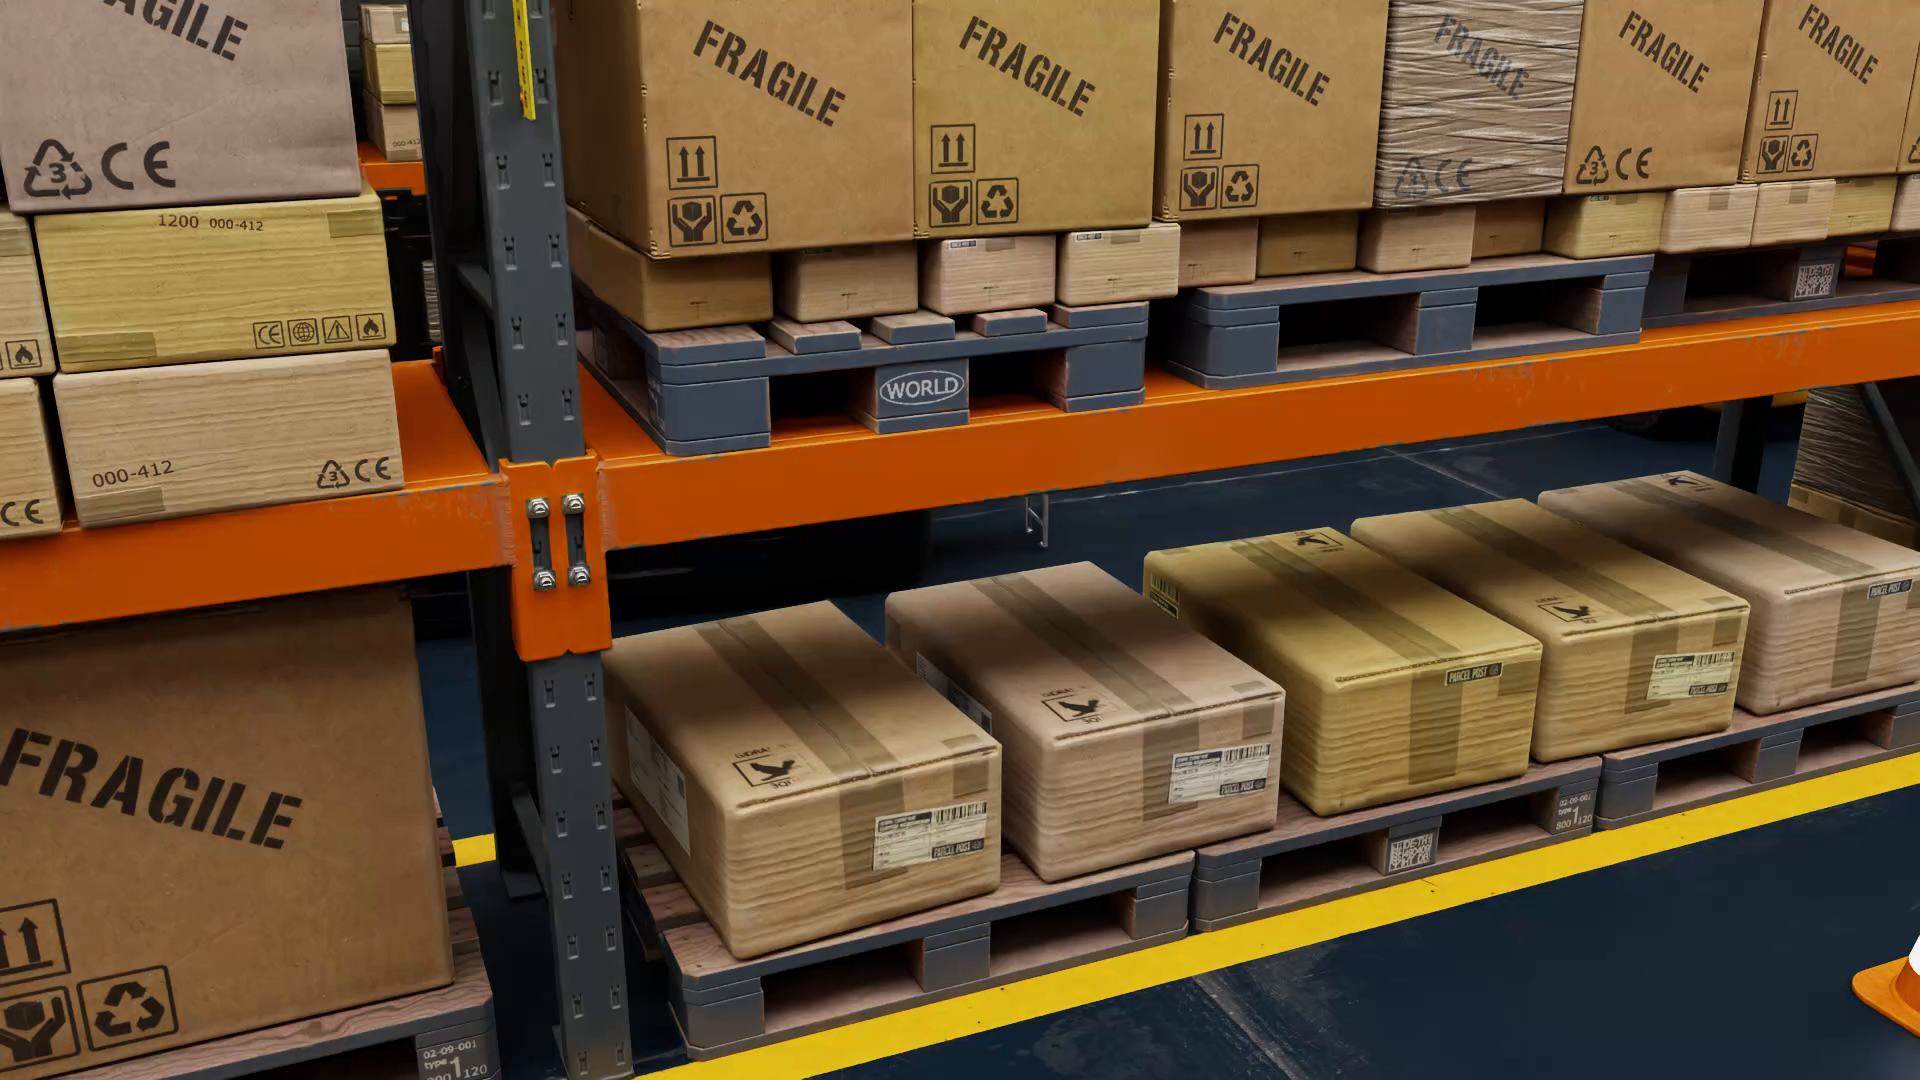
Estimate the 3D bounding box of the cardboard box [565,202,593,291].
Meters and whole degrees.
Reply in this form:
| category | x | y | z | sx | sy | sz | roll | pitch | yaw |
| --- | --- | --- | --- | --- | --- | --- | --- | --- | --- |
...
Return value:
| category | x | y | z | sx | sy | sz | roll | pitch | yaw |
| --- | --- | --- | --- | --- | --- | --- | --- | --- | --- |
| cardboard box | -0.713 | -0.653 | 3.606 | 0.250 | 0.149 | 0.380 | -7 | 21 | -20 |

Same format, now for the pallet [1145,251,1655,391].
| category | x | y | z | sx | sy | sz | roll | pitch | yaw |
| --- | --- | --- | --- | --- | --- | --- | --- | --- | --- |
| pallet | 0.881 | -0.641 | 4.115 | 1.213 | 0.211 | 1.003 | -8 | 21 | -22 |

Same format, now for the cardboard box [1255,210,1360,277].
| category | x | y | z | sx | sy | sz | roll | pitch | yaw |
| --- | --- | --- | --- | --- | --- | --- | --- | --- | --- |
| cardboard box | 0.689 | -0.708 | 3.761 | 0.250 | 0.149 | 0.380 | -7 | 21 | -20 |

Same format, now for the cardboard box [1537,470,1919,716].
| category | x | y | z | sx | sy | sz | roll | pitch | yaw |
| --- | --- | --- | --- | --- | --- | --- | --- | --- | --- |
| cardboard box | 2.272 | 0.126 | 4.971 | 0.625 | 0.372 | 0.950 | -8 | 21 | -21 |

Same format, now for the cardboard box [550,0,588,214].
| category | x | y | z | sx | sy | sz | roll | pitch | yaw |
| --- | --- | --- | --- | --- | --- | --- | --- | --- | --- |
| cardboard box | -0.613 | -0.989 | 3.583 | 0.500 | 0.500 | 0.500 | -9 | 21 | -23 |

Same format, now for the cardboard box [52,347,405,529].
| category | x | y | z | sx | sy | sz | roll | pitch | yaw |
| --- | --- | --- | --- | --- | --- | --- | --- | --- | --- |
| cardboard box | -1.282 | -0.242 | 2.919 | 0.500 | 0.250 | 0.500 | -9 | 21 | -24 |

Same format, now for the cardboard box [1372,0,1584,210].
| category | x | y | z | sx | sy | sz | roll | pitch | yaw |
| --- | --- | --- | --- | --- | --- | --- | --- | --- | --- |
| cardboard box | 1.007 | -1.039 | 3.725 | 0.500 | 0.500 | 0.500 | -9 | 21 | -24 |

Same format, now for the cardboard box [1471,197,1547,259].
| category | x | y | z | sx | sy | sz | roll | pitch | yaw |
| --- | --- | --- | --- | --- | --- | --- | --- | --- | --- |
| cardboard box | 1.164 | -0.779 | 3.965 | 0.250 | 0.149 | 0.380 | -9 | 21 | -24 |

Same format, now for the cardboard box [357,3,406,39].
| category | x | y | z | sx | sy | sz | roll | pitch | yaw |
| --- | --- | --- | --- | --- | --- | --- | --- | --- | --- |
| cardboard box | -2.671 | -2.429 | 7.778 | 0.250 | 0.149 | 0.380 | -7 | 21 | -20 |

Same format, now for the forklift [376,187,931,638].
| category | x | y | z | sx | sy | sz | roll | pitch | yaw |
| --- | --- | --- | --- | --- | --- | --- | --- | --- | --- |
| forklift | -1.680 | -1.247 | 5.650 | 3.031 | 2.935 | 1.130 | -5 | 20 | -14 |

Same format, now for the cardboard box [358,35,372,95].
| category | x | y | z | sx | sy | sz | roll | pitch | yaw |
| --- | --- | --- | --- | --- | --- | --- | --- | --- | --- |
| cardboard box | -2.588 | -2.281 | 7.956 | 0.500 | 0.250 | 0.500 | -8 | 21 | -21 |

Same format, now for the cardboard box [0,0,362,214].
| category | x | y | z | sx | sy | sz | roll | pitch | yaw |
| --- | --- | --- | --- | --- | --- | --- | --- | --- | --- |
| cardboard box | -1.292 | -0.830 | 2.705 | 0.500 | 0.500 | 0.500 | -9 | 21 | -23 |

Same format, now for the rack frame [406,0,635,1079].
| category | x | y | z | sx | sy | sz | roll | pitch | yaw |
| --- | --- | --- | --- | --- | --- | --- | --- | --- | --- |
| rack frame | -0.920 | -0.459 | 3.308 | 0.127 | 3.000 | 1.000 | -8 | 21 | -22 |

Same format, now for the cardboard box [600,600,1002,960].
| category | x | y | z | sx | sy | sz | roll | pitch | yaw |
| --- | --- | --- | --- | --- | --- | --- | --- | --- | --- |
| cardboard box | -0.398 | 0.512 | 3.877 | 0.625 | 0.372 | 0.950 | -10 | 22 | -26 |

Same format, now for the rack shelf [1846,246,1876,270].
| category | x | y | z | sx | sy | sz | roll | pitch | yaw |
| --- | --- | --- | --- | --- | --- | --- | --- | --- | --- |
| rack shelf | 4.589 | -0.909 | 5.669 | 4.000 | 0.370 | 1.077 | -8 | 21 | -22 |

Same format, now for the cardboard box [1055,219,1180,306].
| category | x | y | z | sx | sy | sz | roll | pitch | yaw |
| --- | --- | --- | --- | --- | --- | --- | --- | --- | --- |
| cardboard box | 0.255 | -0.603 | 3.464 | 0.250 | 0.149 | 0.380 | -8 | 21 | -22 |

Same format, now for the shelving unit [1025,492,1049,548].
| category | x | y | z | sx | sy | sz | roll | pitch | yaw |
| --- | --- | --- | --- | --- | --- | --- | --- | --- | --- |
| shelving unit | 0.065 | -0.552 | 6.282 | 0.503 | 1.200 | 0.258 | -5 | 20 | -14 |

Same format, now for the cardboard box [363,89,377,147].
| category | x | y | z | sx | sy | sz | roll | pitch | yaw |
| --- | --- | --- | --- | --- | --- | --- | --- | --- | --- |
| cardboard box | -2.579 | -2.038 | 8.020 | 0.500 | 0.250 | 0.500 | -9 | 21 | -23 |

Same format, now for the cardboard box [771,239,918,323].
| category | x | y | z | sx | sy | sz | roll | pitch | yaw |
| --- | --- | --- | --- | --- | --- | --- | --- | --- | --- |
| cardboard box | -0.276 | -0.551 | 3.317 | 0.250 | 0.149 | 0.380 | -10 | 22 | -25 |

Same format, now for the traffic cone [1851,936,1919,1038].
| category | x | y | z | sx | sy | sz | roll | pitch | yaw |
| --- | --- | --- | --- | --- | --- | --- | --- | --- | --- |
| traffic cone | 2.168 | 0.802 | 3.548 | 0.334 | 0.463 | 0.336 | -8 | 21 | -22 |

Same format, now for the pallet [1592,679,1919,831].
| category | x | y | z | sx | sy | sz | roll | pitch | yaw |
| --- | --- | --- | --- | --- | --- | --- | --- | --- | --- |
| pallet | 2.038 | 0.433 | 4.973 | 1.213 | 0.211 | 1.003 | -8 | 21 | -22 |

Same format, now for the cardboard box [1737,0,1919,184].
| category | x | y | z | sx | sy | sz | roll | pitch | yaw |
| --- | --- | --- | --- | --- | --- | --- | --- | --- | --- |
| cardboard box | 1.964 | -1.174 | 4.109 | 0.500 | 0.500 | 0.500 | -8 | 21 | -22 |

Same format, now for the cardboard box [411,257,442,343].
| category | x | y | z | sx | sy | sz | roll | pitch | yaw |
| --- | --- | --- | --- | --- | --- | --- | --- | --- | --- |
| cardboard box | -2.312 | -1.128 | 8.151 | 0.625 | 0.625 | 0.875 | -7 | 21 | -20 |

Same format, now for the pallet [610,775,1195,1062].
| category | x | y | z | sx | sy | sz | roll | pitch | yaw |
| --- | --- | --- | --- | --- | --- | --- | --- | --- | --- |
| pallet | -0.202 | 0.754 | 4.062 | 1.213 | 0.211 | 1.003 | -8 | 21 | -22 |

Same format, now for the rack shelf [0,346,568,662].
| category | x | y | z | sx | sy | sz | roll | pitch | yaw |
| --- | --- | --- | --- | --- | --- | --- | --- | --- | --- |
| rack shelf | -2.757 | 0.144 | 2.680 | 4.000 | 0.370 | 1.077 | -8 | 21 | -22 |

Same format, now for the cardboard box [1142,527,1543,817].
| category | x | y | z | sx | sy | sz | roll | pitch | yaw |
| --- | --- | --- | --- | --- | --- | --- | --- | --- | --- |
| cardboard box | 0.975 | 0.314 | 4.438 | 0.625 | 0.372 | 0.950 | -7 | 21 | -20 |

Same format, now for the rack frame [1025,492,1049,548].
| category | x | y | z | sx | sy | sz | roll | pitch | yaw |
| --- | --- | --- | --- | --- | --- | --- | --- | --- | --- |
| rack frame | 0.301 | -0.573 | 6.343 | 0.015 | 1.200 | 0.240 | -5 | 20 | -14 |

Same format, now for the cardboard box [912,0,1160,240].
| category | x | y | z | sx | sy | sz | roll | pitch | yaw |
| --- | --- | --- | --- | --- | --- | --- | --- | --- | --- |
| cardboard box | 0.060 | -0.903 | 3.341 | 0.500 | 0.500 | 0.500 | -7 | 21 | -19 |

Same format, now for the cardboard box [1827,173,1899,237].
| category | x | y | z | sx | sy | sz | roll | pitch | yaw |
| --- | --- | --- | --- | --- | --- | --- | --- | --- | --- |
| cardboard box | 2.140 | -0.883 | 4.260 | 0.250 | 0.149 | 0.380 | -9 | 21 | -24 |

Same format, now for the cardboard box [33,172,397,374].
| category | x | y | z | sx | sy | sz | roll | pitch | yaw |
| --- | --- | --- | --- | --- | --- | --- | --- | --- | --- |
| cardboard box | -1.265 | -0.482 | 2.849 | 0.500 | 0.250 | 0.500 | -8 | 21 | -22 |

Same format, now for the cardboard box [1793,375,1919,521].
| category | x | y | z | sx | sy | sz | roll | pitch | yaw |
| --- | --- | --- | --- | --- | --- | --- | --- | --- | --- |
| cardboard box | 3.189 | -0.399 | 5.518 | 0.500 | 0.500 | 0.500 | -8 | 21 | -23 |

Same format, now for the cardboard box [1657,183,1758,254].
| category | x | y | z | sx | sy | sz | roll | pitch | yaw |
| --- | --- | --- | --- | --- | --- | --- | --- | --- | --- |
| cardboard box | 1.685 | -0.804 | 4.034 | 0.250 | 0.149 | 0.380 | -8 | 21 | -21 |
